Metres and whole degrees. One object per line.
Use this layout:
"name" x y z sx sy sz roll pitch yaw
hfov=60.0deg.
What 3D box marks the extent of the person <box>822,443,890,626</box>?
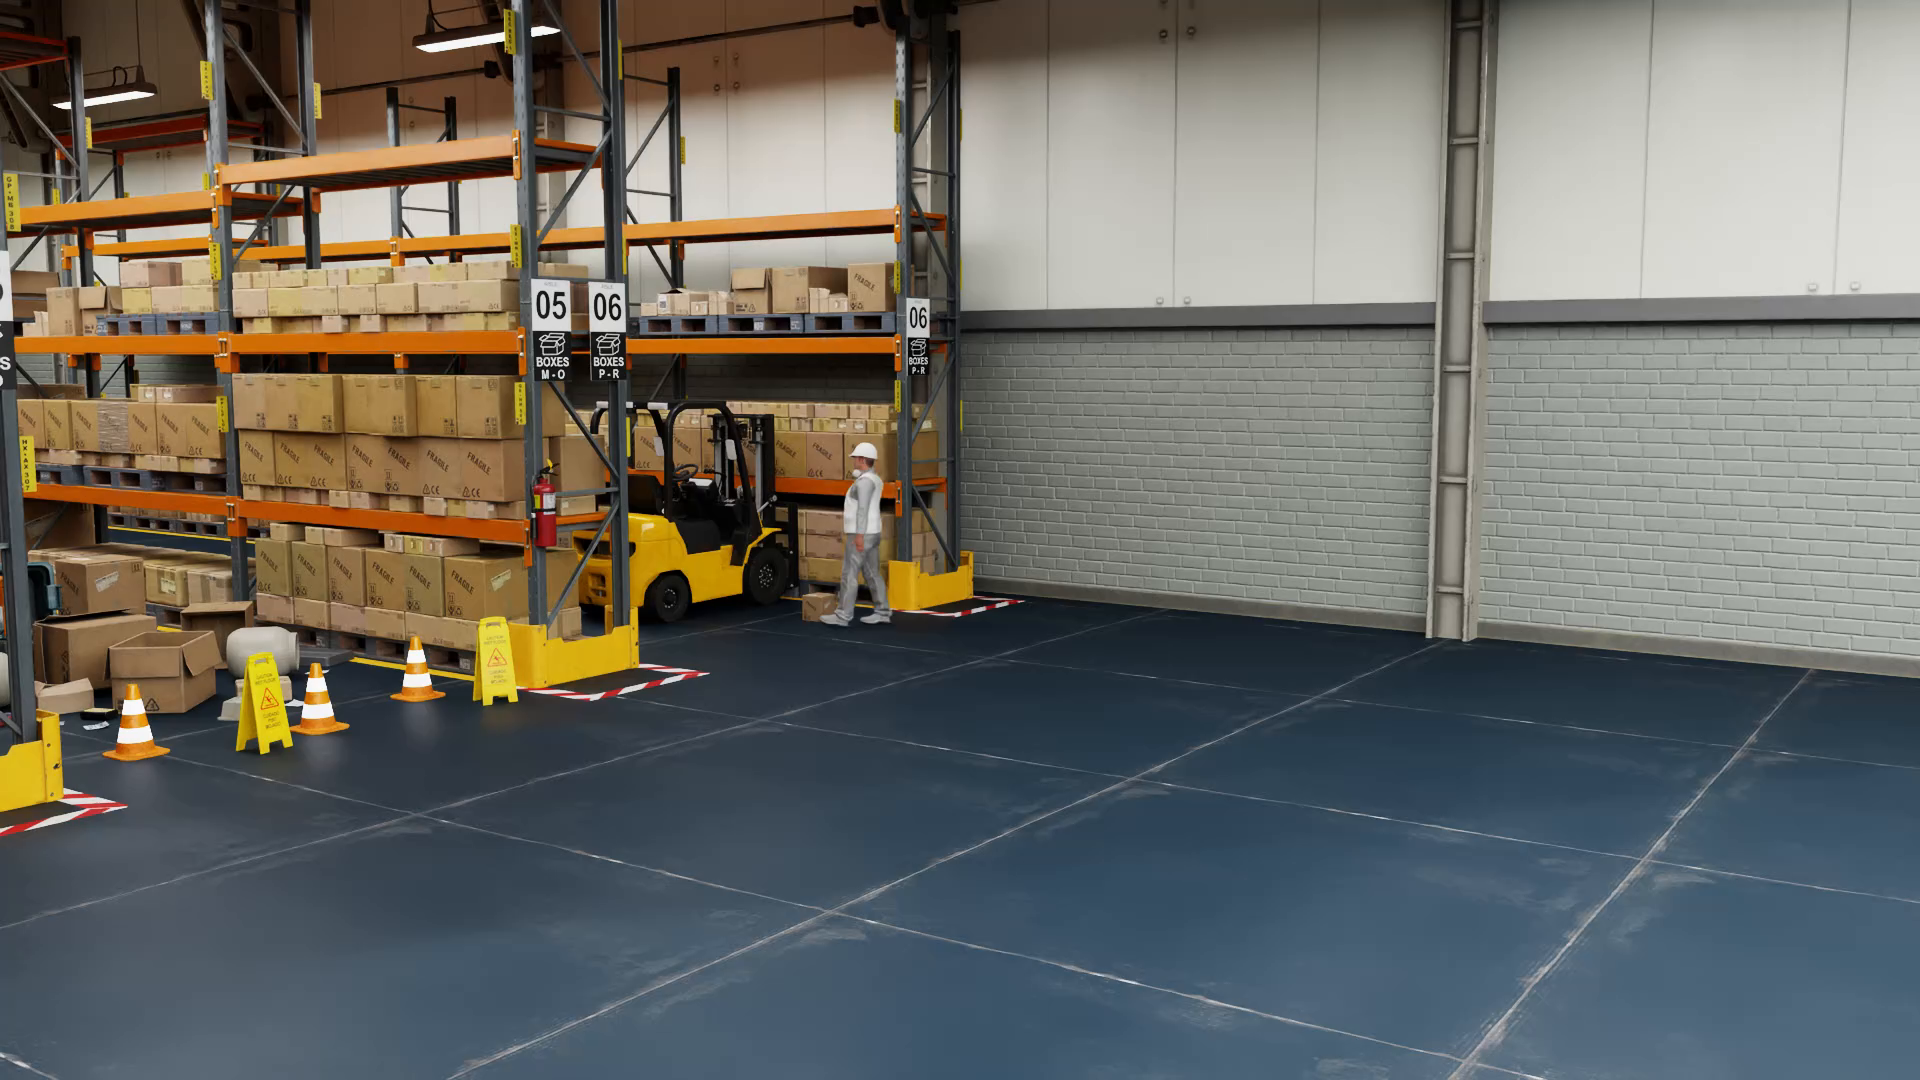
"person" -1.032 -0.056 16.181 0.597 1.781 0.558 3 7 22
